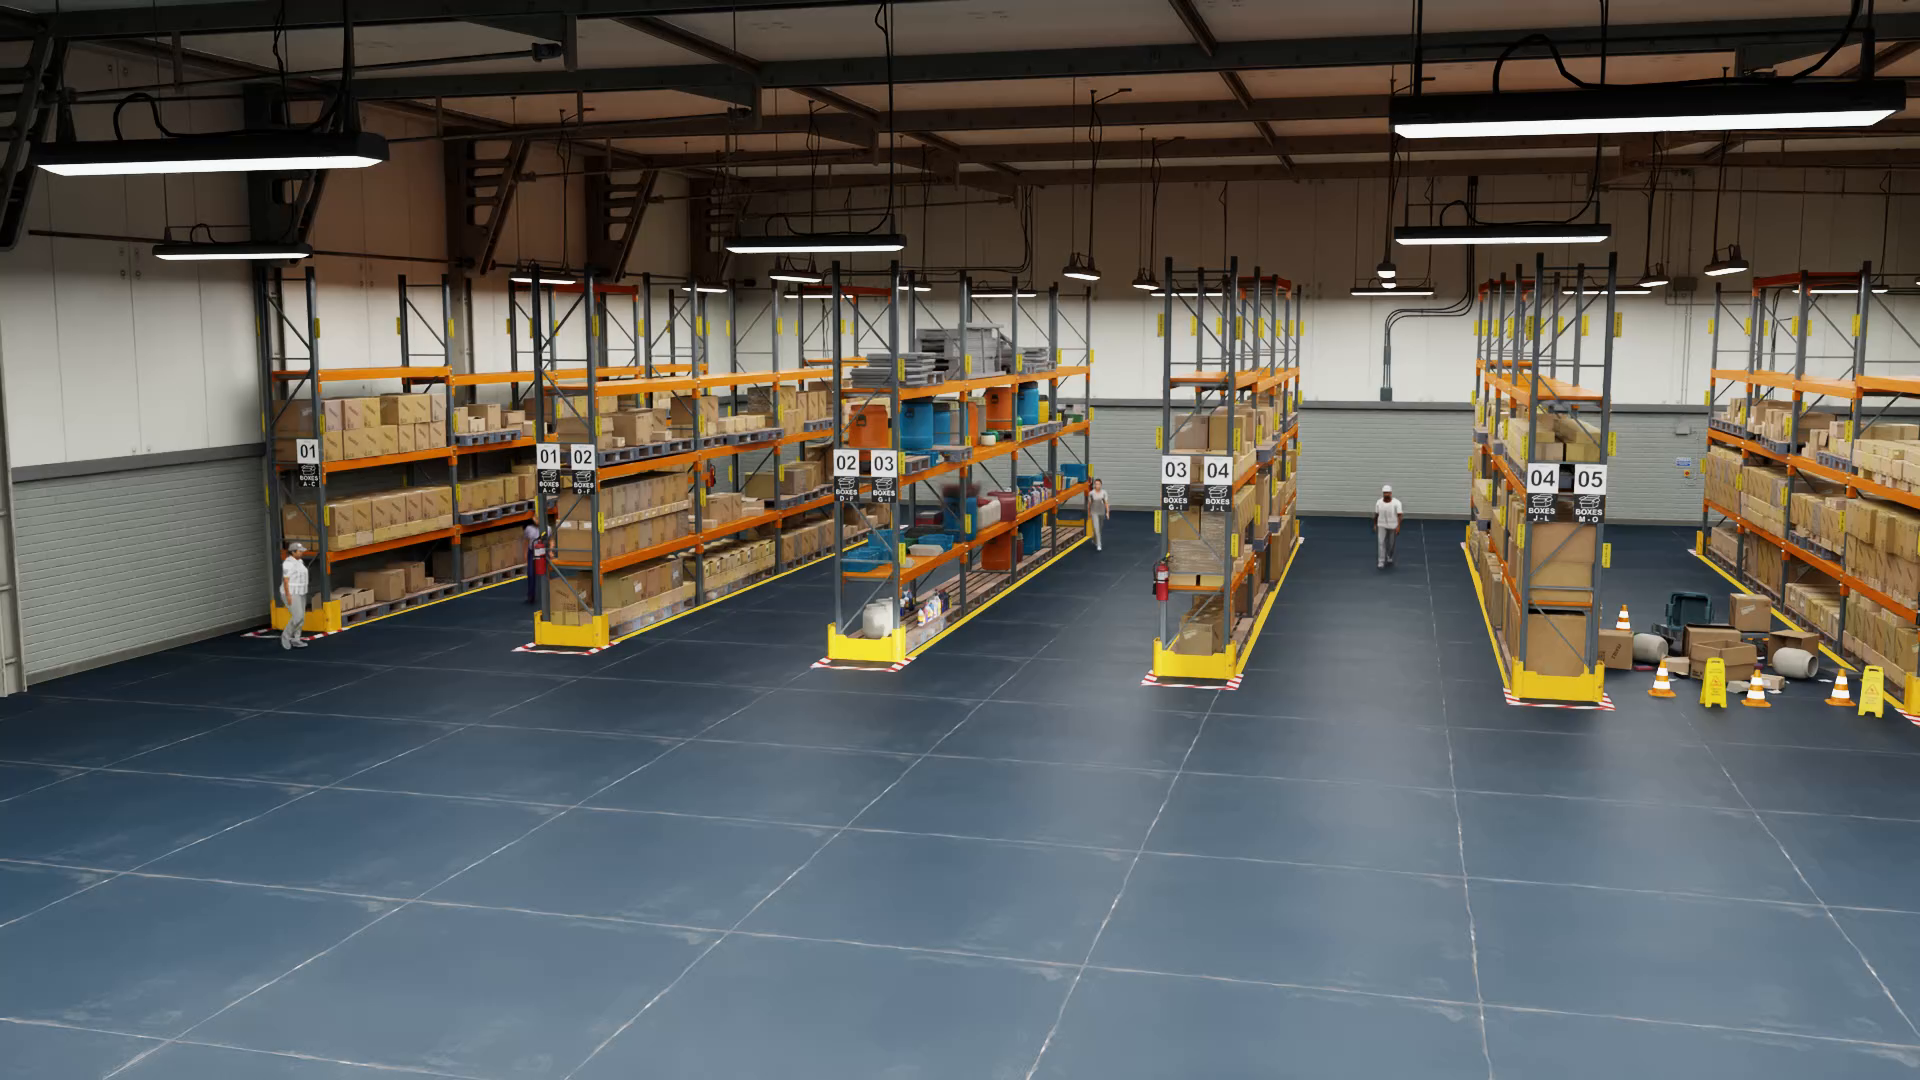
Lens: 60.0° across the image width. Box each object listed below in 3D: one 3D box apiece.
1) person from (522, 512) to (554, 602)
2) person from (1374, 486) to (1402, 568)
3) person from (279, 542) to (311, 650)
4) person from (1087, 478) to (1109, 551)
[{"bbox_3d":[-7.801,0.297,30.763,0.562,1.647,0.718,-2,7,-12],"label":"person"},{"bbox_3d":[8.993,-0.293,34.974,0.591,1.708,1.085,2,8,17],"label":"person"},{"bbox_3d":[-10.426,0.867,26.080,0.430,1.669,0.509,1,7,9],"label":"person"},{"bbox_3d":[3.128,-0.598,37.718,0.448,1.608,1.106,-2,7,-12],"label":"person"}]
